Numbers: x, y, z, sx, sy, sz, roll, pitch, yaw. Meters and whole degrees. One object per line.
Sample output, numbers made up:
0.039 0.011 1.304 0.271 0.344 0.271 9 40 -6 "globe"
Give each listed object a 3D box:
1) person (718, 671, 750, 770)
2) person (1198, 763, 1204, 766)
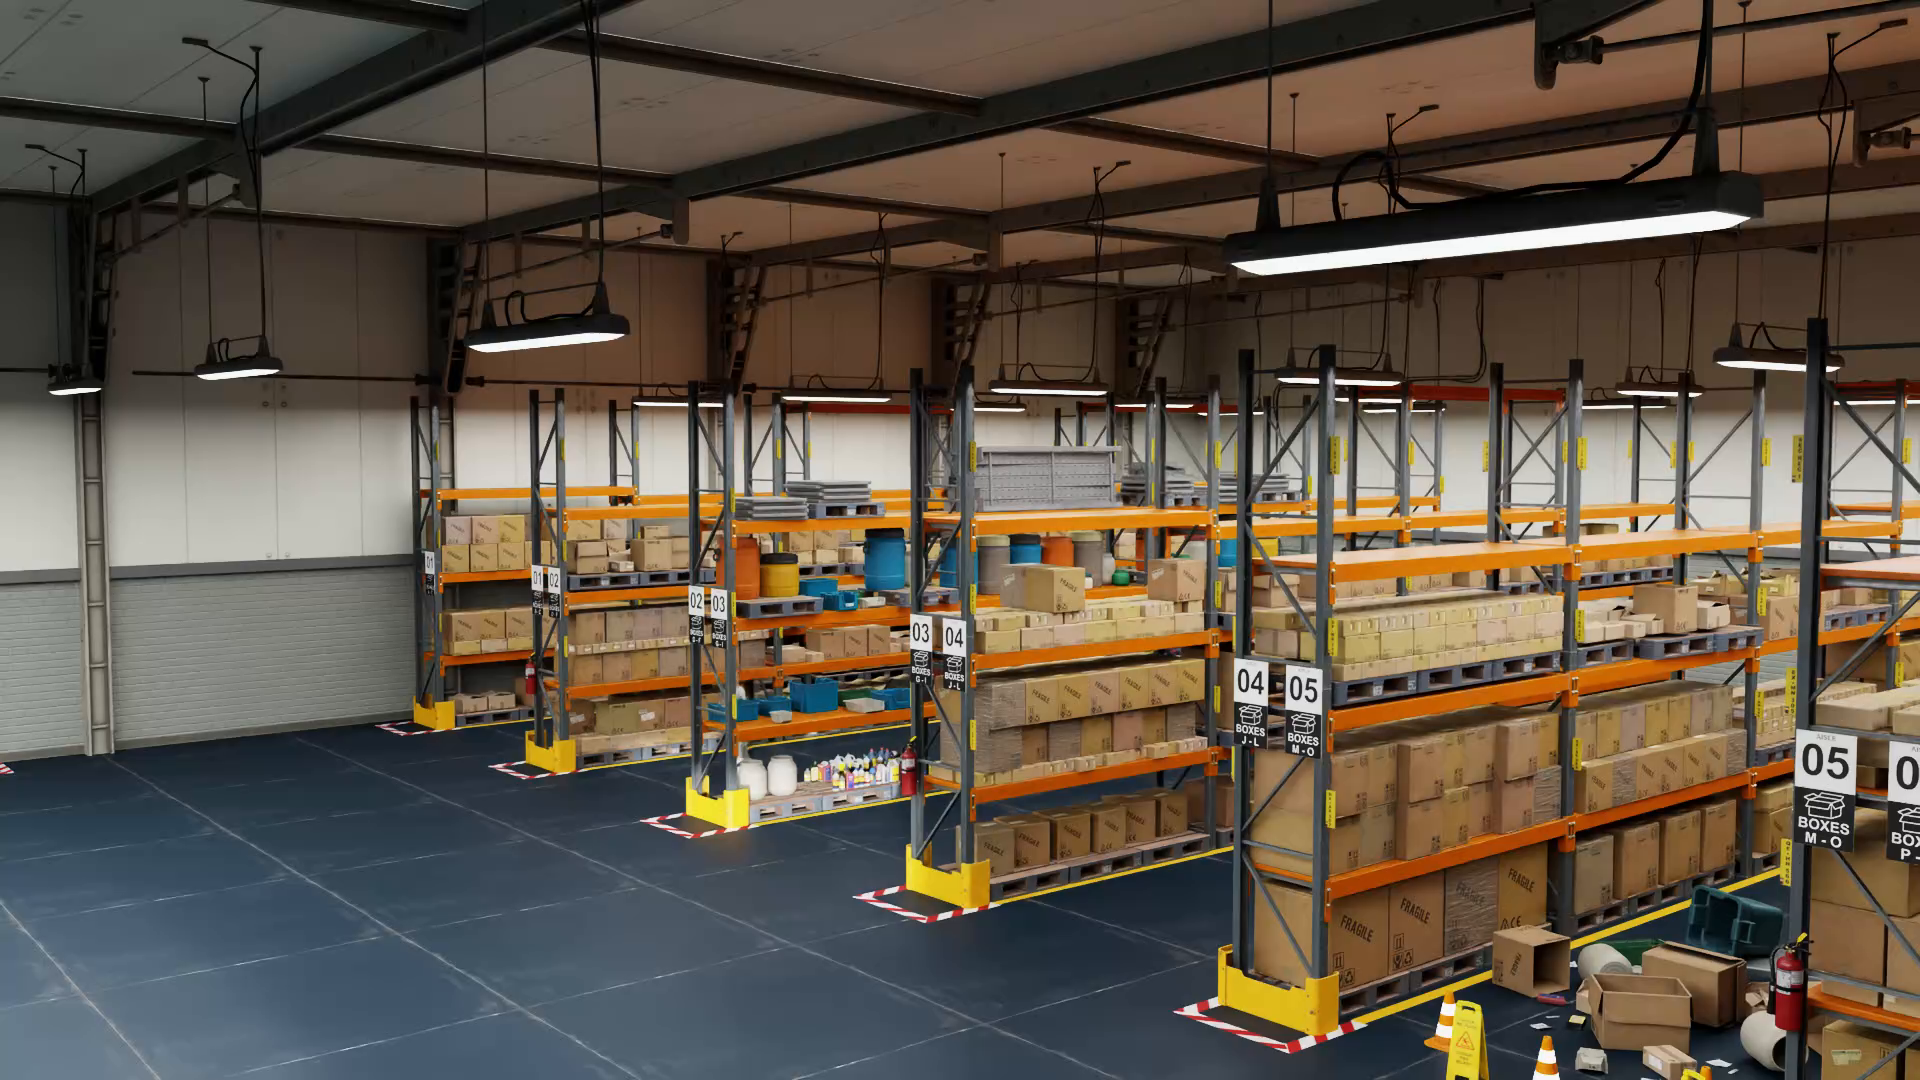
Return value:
-3.490 2.815 25.857 0.549 1.616 0.766 2 4 33 "person"
3.912 2.779 26.574 0.964 1.671 0.711 -2 4 -29 "person"
